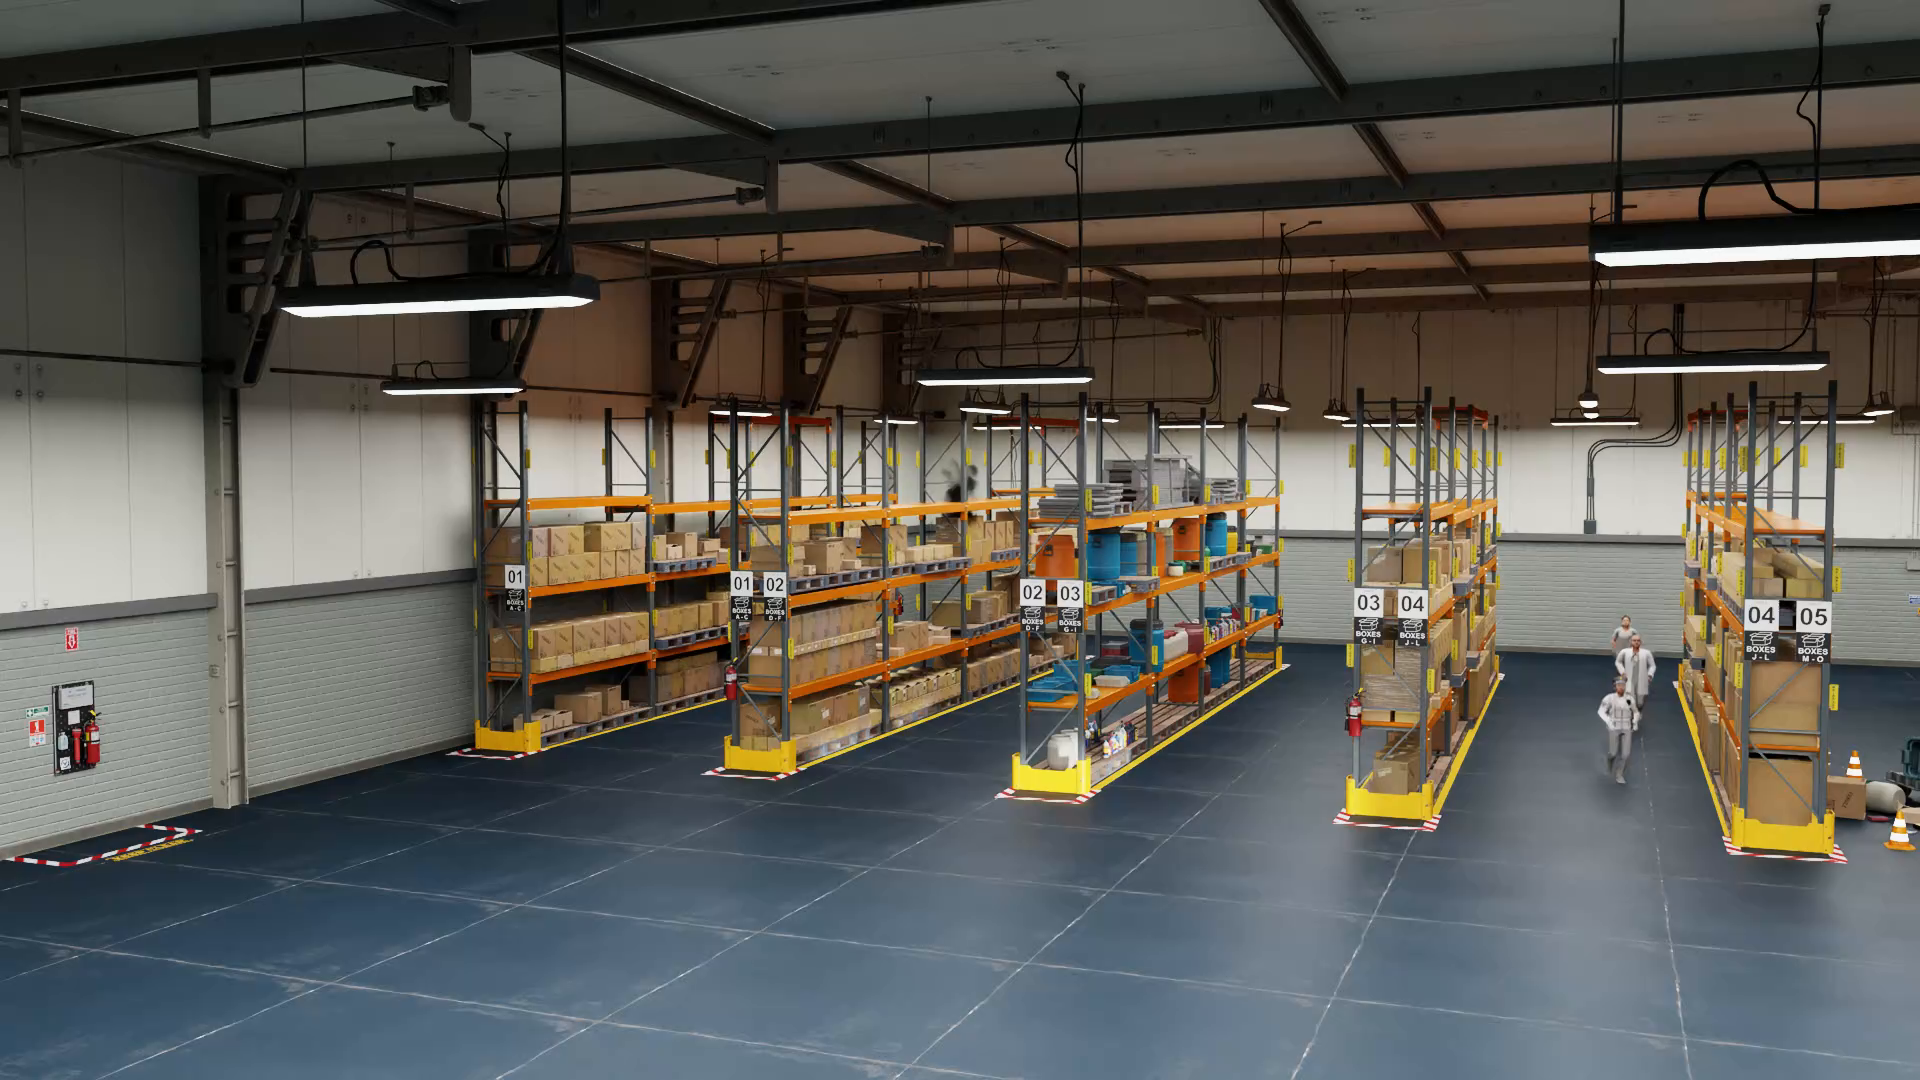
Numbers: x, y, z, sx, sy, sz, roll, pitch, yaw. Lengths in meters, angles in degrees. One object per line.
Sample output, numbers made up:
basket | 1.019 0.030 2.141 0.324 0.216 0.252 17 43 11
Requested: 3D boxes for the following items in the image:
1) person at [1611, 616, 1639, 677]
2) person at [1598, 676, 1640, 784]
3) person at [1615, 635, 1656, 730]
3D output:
person | 14.349 2.451 35.871 0.568 1.648 0.750 1 3 21
person | 10.217 2.922 25.747 0.615 1.647 0.575 0 3 9
person | 12.562 2.638 30.952 0.712 1.746 0.737 1 3 22
